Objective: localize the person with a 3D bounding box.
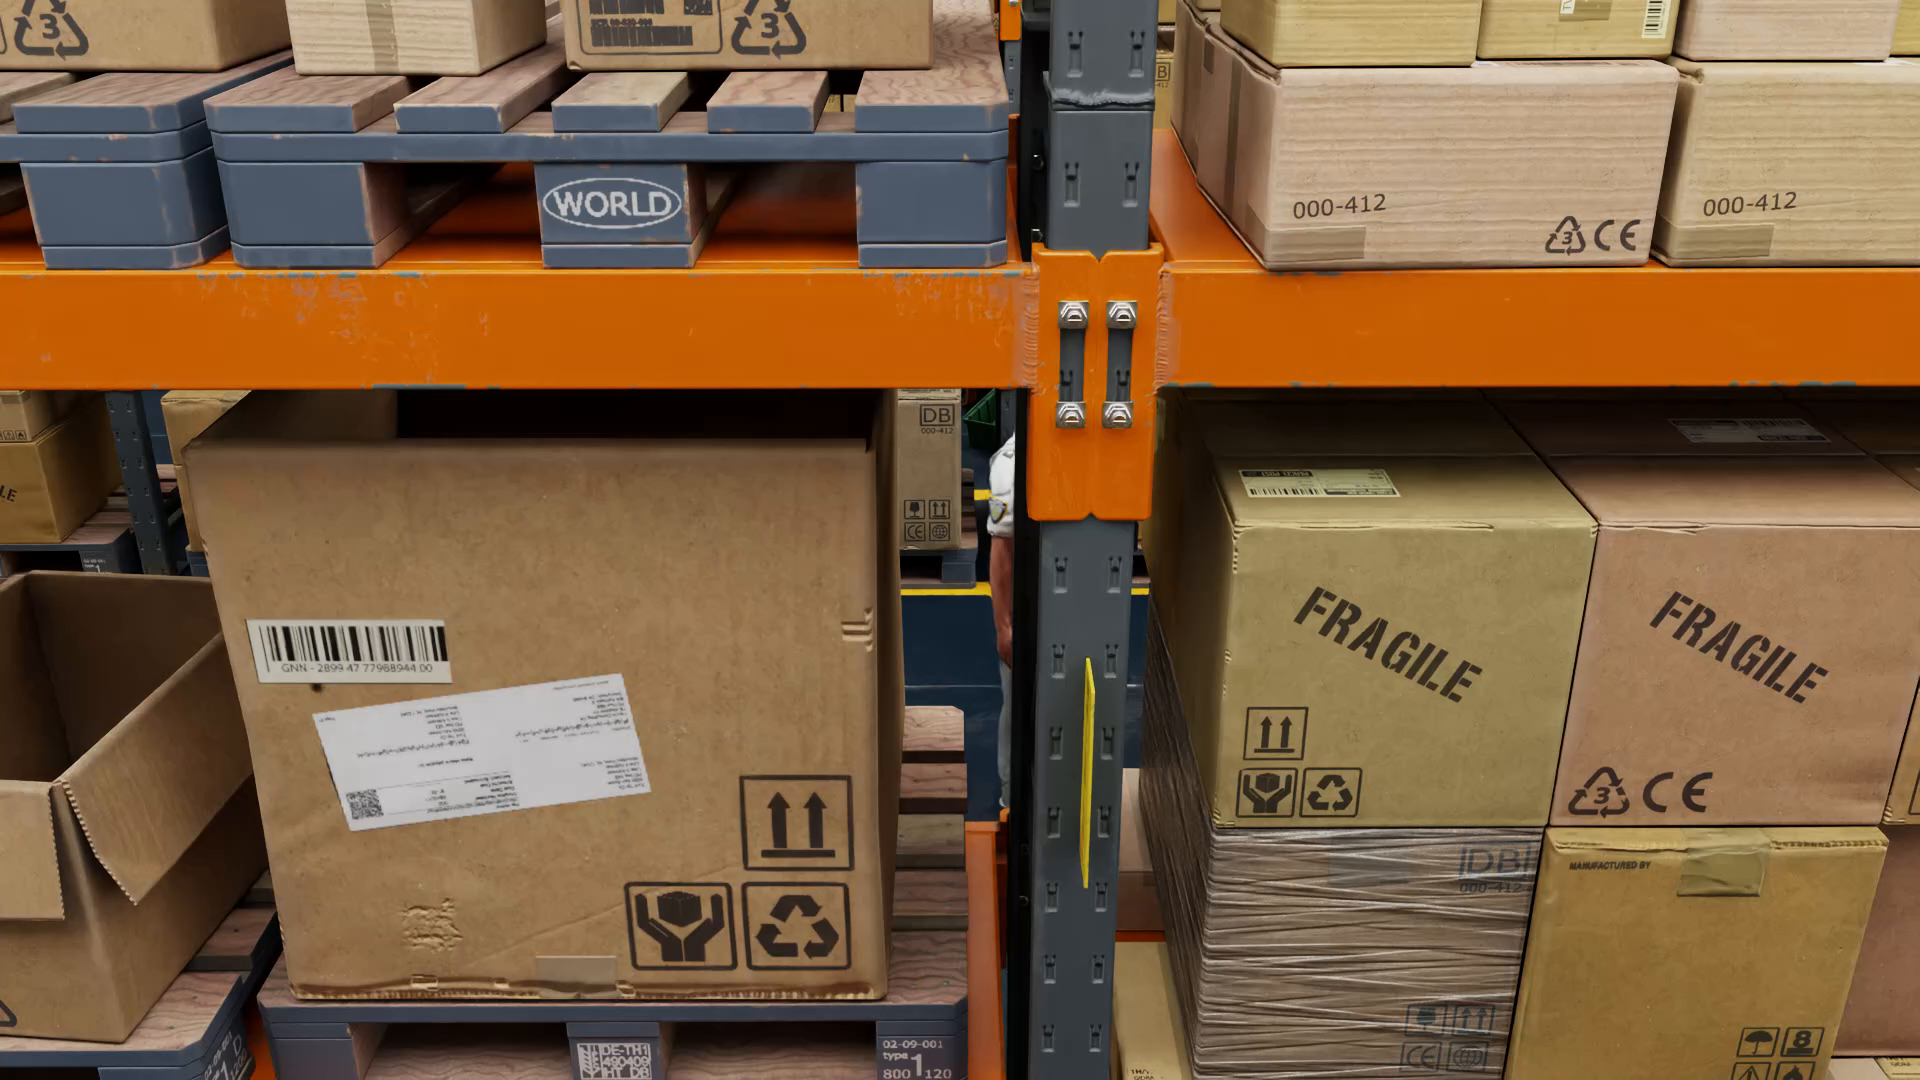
[{"bbox_3d":[0.391,0.251,5.525,0.551,1.766,0.594,-20,31,-38],"label":"person"}]
